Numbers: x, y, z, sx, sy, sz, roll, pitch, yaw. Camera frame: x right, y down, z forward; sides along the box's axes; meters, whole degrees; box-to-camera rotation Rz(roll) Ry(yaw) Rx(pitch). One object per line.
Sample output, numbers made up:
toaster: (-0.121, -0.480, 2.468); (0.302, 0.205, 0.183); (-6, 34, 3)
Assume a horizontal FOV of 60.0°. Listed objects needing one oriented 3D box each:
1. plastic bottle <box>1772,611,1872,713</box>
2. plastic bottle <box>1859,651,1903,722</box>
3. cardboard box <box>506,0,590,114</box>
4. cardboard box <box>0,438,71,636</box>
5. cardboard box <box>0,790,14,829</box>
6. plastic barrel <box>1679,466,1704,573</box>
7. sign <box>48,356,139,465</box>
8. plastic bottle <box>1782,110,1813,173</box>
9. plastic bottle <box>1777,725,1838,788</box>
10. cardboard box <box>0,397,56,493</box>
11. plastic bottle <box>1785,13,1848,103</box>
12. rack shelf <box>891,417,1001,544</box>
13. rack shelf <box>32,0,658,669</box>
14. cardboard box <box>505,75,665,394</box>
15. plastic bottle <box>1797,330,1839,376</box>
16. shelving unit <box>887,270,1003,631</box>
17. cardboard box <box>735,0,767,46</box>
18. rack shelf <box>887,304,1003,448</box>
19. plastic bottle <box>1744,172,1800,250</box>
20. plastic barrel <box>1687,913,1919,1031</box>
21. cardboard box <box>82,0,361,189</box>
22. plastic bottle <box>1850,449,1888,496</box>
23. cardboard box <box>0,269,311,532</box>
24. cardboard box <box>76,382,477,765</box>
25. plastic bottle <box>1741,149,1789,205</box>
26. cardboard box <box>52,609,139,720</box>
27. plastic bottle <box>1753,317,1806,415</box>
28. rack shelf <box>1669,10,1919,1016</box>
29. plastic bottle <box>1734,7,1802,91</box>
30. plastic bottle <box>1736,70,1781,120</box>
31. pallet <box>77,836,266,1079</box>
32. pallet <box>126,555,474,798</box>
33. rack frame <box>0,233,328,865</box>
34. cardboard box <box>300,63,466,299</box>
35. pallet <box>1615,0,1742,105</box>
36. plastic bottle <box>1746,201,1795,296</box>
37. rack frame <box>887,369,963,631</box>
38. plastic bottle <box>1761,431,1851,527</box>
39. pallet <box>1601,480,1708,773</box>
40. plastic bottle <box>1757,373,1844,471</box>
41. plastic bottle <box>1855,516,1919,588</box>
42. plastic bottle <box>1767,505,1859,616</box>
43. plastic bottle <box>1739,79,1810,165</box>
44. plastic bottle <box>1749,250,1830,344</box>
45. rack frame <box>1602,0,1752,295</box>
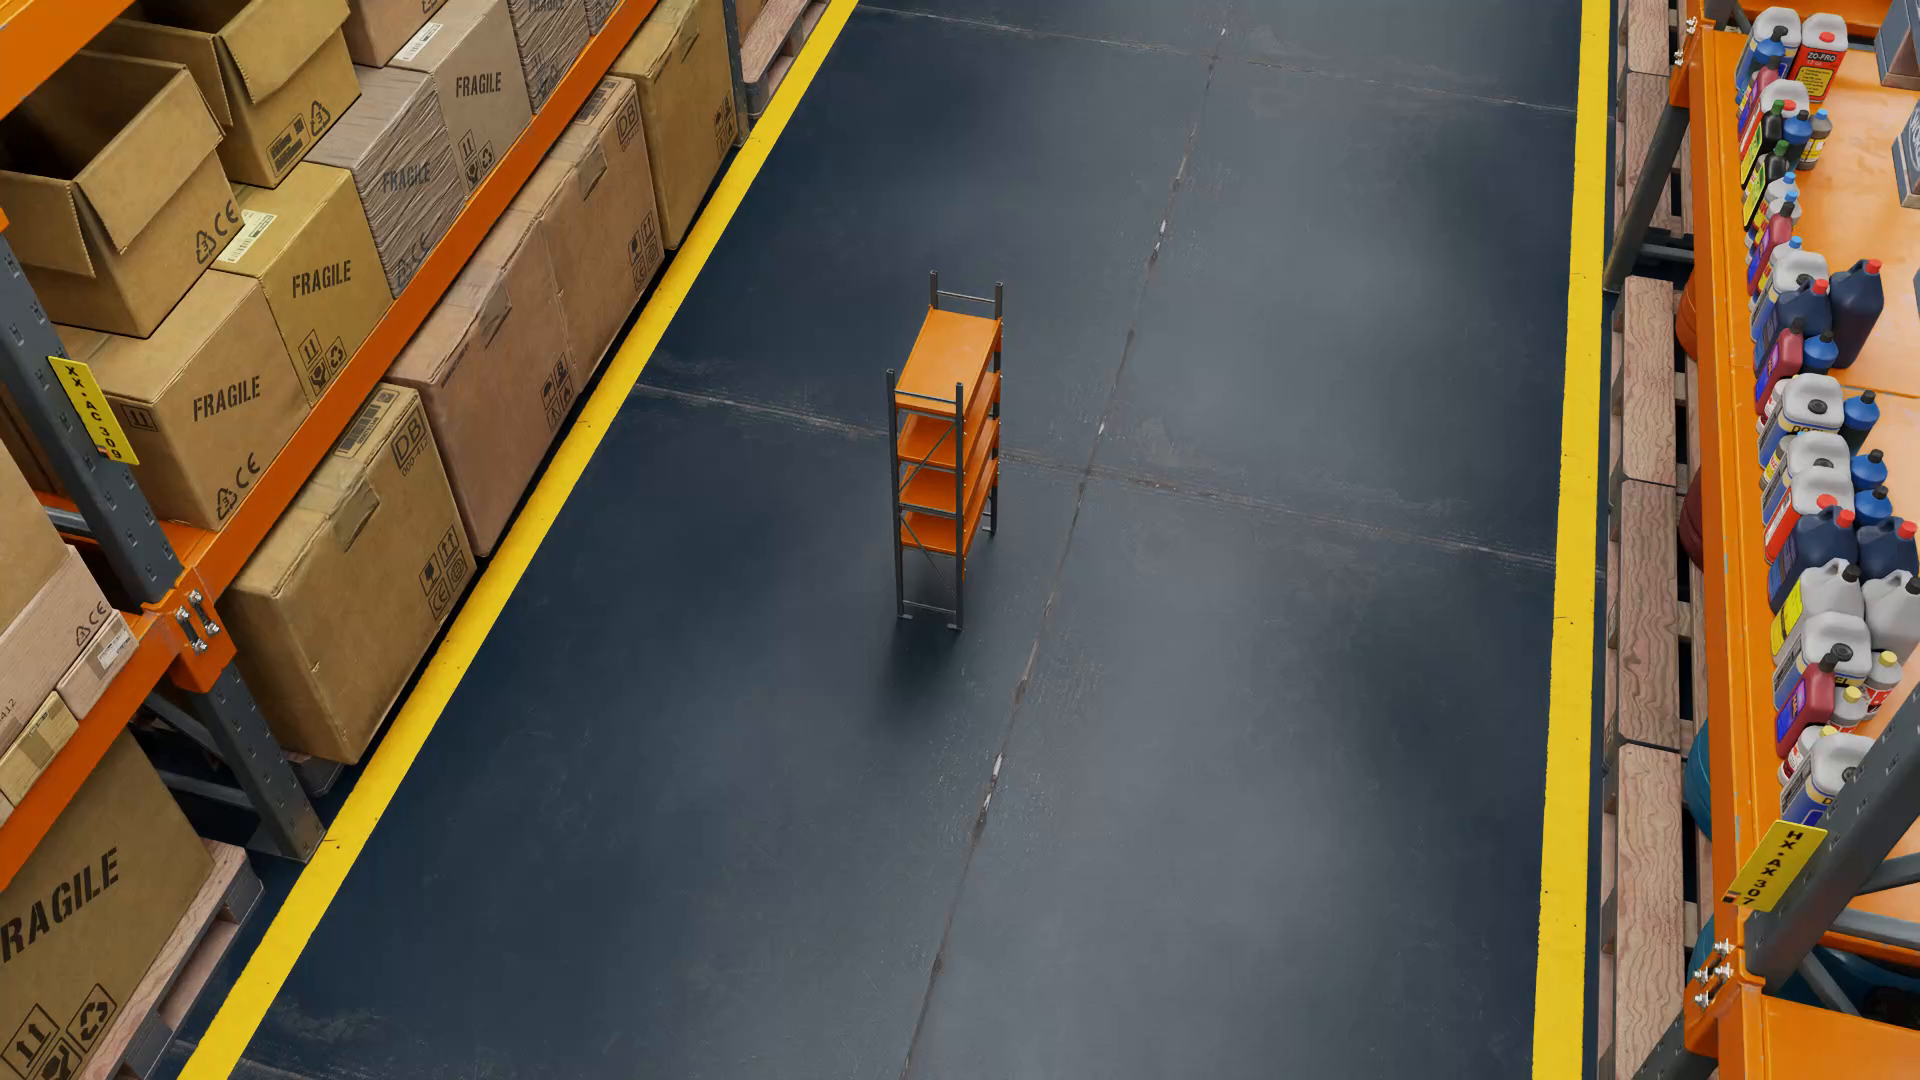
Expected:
plastic bottle: (2.111, 0.311, 4.057); (0.152, 0.276, 0.135); (12, 50, 10)
plastic bottle: (2.236, 0.347, 4.076); (0.097, 0.201, 0.097); (0, 49, 0)
cardboard box: (-1.664, -1.879, 5.841); (0.500, 0.500, 0.500); (10, 49, 9)
cardboard box: (-2.419, -0.006, 3.656); (0.500, 0.500, 0.500); (13, 50, 11)
cardboard box: (-2.455, 0.646, 3.847); (0.380, 0.149, 0.250); (11, 49, 9)
plastic barrel: (2.866, -0.177, 5.734); (0.600, 0.588, 0.708); (12, 50, 10)
sign: (-2.020, -0.298, 3.882); (0.100, 0.325, 0.005); (12, 50, 10)
plastic bottle: (2.730, -1.293, 5.476); (0.097, 0.271, 0.097); (0, 49, 0)
plastic bottle: (2.019, 0.511, 3.931); (0.097, 0.201, 0.097); (0, 49, 0)
cardboard box: (-2.696, -0.519, 4.641); (0.500, 0.500, 0.500); (12, 50, 10)
plastic bottle: (2.996, -1.690, 5.823); (0.152, 0.276, 0.135); (12, 50, 10)
rack shelf: (-0.044, -0.233, 5.745); (0.258, 0.148, 0.480); (12, 50, 10)
rack shelf: (-2.029, -1.303, 5.879); (1.077, 0.370, 4.000); (12, 50, 10)
cardboard box: (-1.947, -1.285, 6.521); (1.225, 0.875, 0.875); (12, 50, 10)
plastic bottle: (2.438, -0.491, 4.768); (0.097, 0.271, 0.097); (0, 49, 0)
shelving unit: (-0.044, -0.277, 5.694); (0.258, 1.200, 0.503); (12, 50, 10)
cardboard box: (-1.346, -2.794, 8.089); (0.700, 0.500, 0.500); (9, 49, 8)
rack shelf: (-0.044, -0.537, 5.400); (0.258, 0.148, 0.480); (12, 50, 10)
plastic bottle: (2.575, -1.042, 5.255); (0.097, 0.271, 0.097); (0, 49, 0)
plastic barrel: (2.382, 1.048, 4.443); (0.600, 0.901, 0.708); (12, 50, 10)
cardboard box: (-2.204, -1.417, 4.764); (0.797, 0.503, 0.637); (12, 50, 10)
plastic bottle: (2.404, -0.138, 4.457); (0.097, 0.271, 0.097); (0, 49, 0)
cardboard box: (-2.194, -0.411, 4.545); (0.500, 0.500, 0.500); (12, 50, 10)
cardboard box: (-2.407, 0.003, 5.384); (1.225, 0.875, 0.875); (12, 50, 10)
plastic bottle: (2.636, -1.185, 5.428); (0.097, 0.201, 0.097); (0, 49, 0)
cardboard box: (-2.320, 0.274, 4.175); (0.380, 0.149, 0.250); (12, 50, 10)
plastic bottle: (2.357, -0.497, 4.766); (0.061, 0.283, 0.133); (12, 50, 10)
rack shelf: (2.749, -0.325, 5.016); (1.077, 0.370, 4.000); (12, 50, 10)
plastic bottle: (2.850, -1.720, 5.850); (0.152, 0.276, 0.135); (12, 50, 10)
plastic bottle: (2.767, -1.546, 5.746); (0.097, 0.201, 0.097); (0, 49, 0)
pallet: (-2.831, 1.363, 4.906); (1.003, 0.211, 1.213); (12, 50, 10)
pallet: (-2.425, 0.256, 5.884); (1.003, 0.211, 1.213); (12, 50, 10)
rack frame: (-2.556, -0.094, 4.332); (1.000, 3.000, 0.127); (12, 50, 10)
cardboard box: (-1.930, -1.136, 5.186); (0.500, 0.500, 0.500); (11, 49, 9)
pallet: (3.840, -2.520, 8.333); (1.003, 0.211, 1.213); (12, 50, 10)
plastic bottle: (2.501, -0.895, 5.117); (0.061, 0.283, 0.133); (12, 50, 10)
rack frame: (-0.108, -0.101, 5.539); (0.240, 1.200, 0.015); (12, 50, 10)
plastic bottle: (2.279, -0.151, 4.465); (0.152, 0.276, 0.135); (12, 50, 10)
pallet: (2.785, 0.371, 5.782); (1.003, 0.211, 1.213); (12, 50, 10)
plastic bottle: (2.340, -0.319, 4.613); (0.152, 0.276, 0.135); (12, 50, 10)
plastic bottle: (2.337, 0.065, 4.225); (0.144, 0.351, 0.185); (12, 50, 10)
plastic bottle: (2.197, 0.036, 4.250); (0.144, 0.351, 0.185); (12, 50, 10)
plastic bottle: (2.728, -1.385, 5.555); (0.152, 0.276, 0.135); (12, 50, 10)
plastic bottle: (2.485, -0.717, 4.965); (0.152, 0.276, 0.135); (12, 50, 10)
rack frame: (3.275, -2.010, 6.023); (1.000, 3.000, 0.127); (12, 50, 10)
